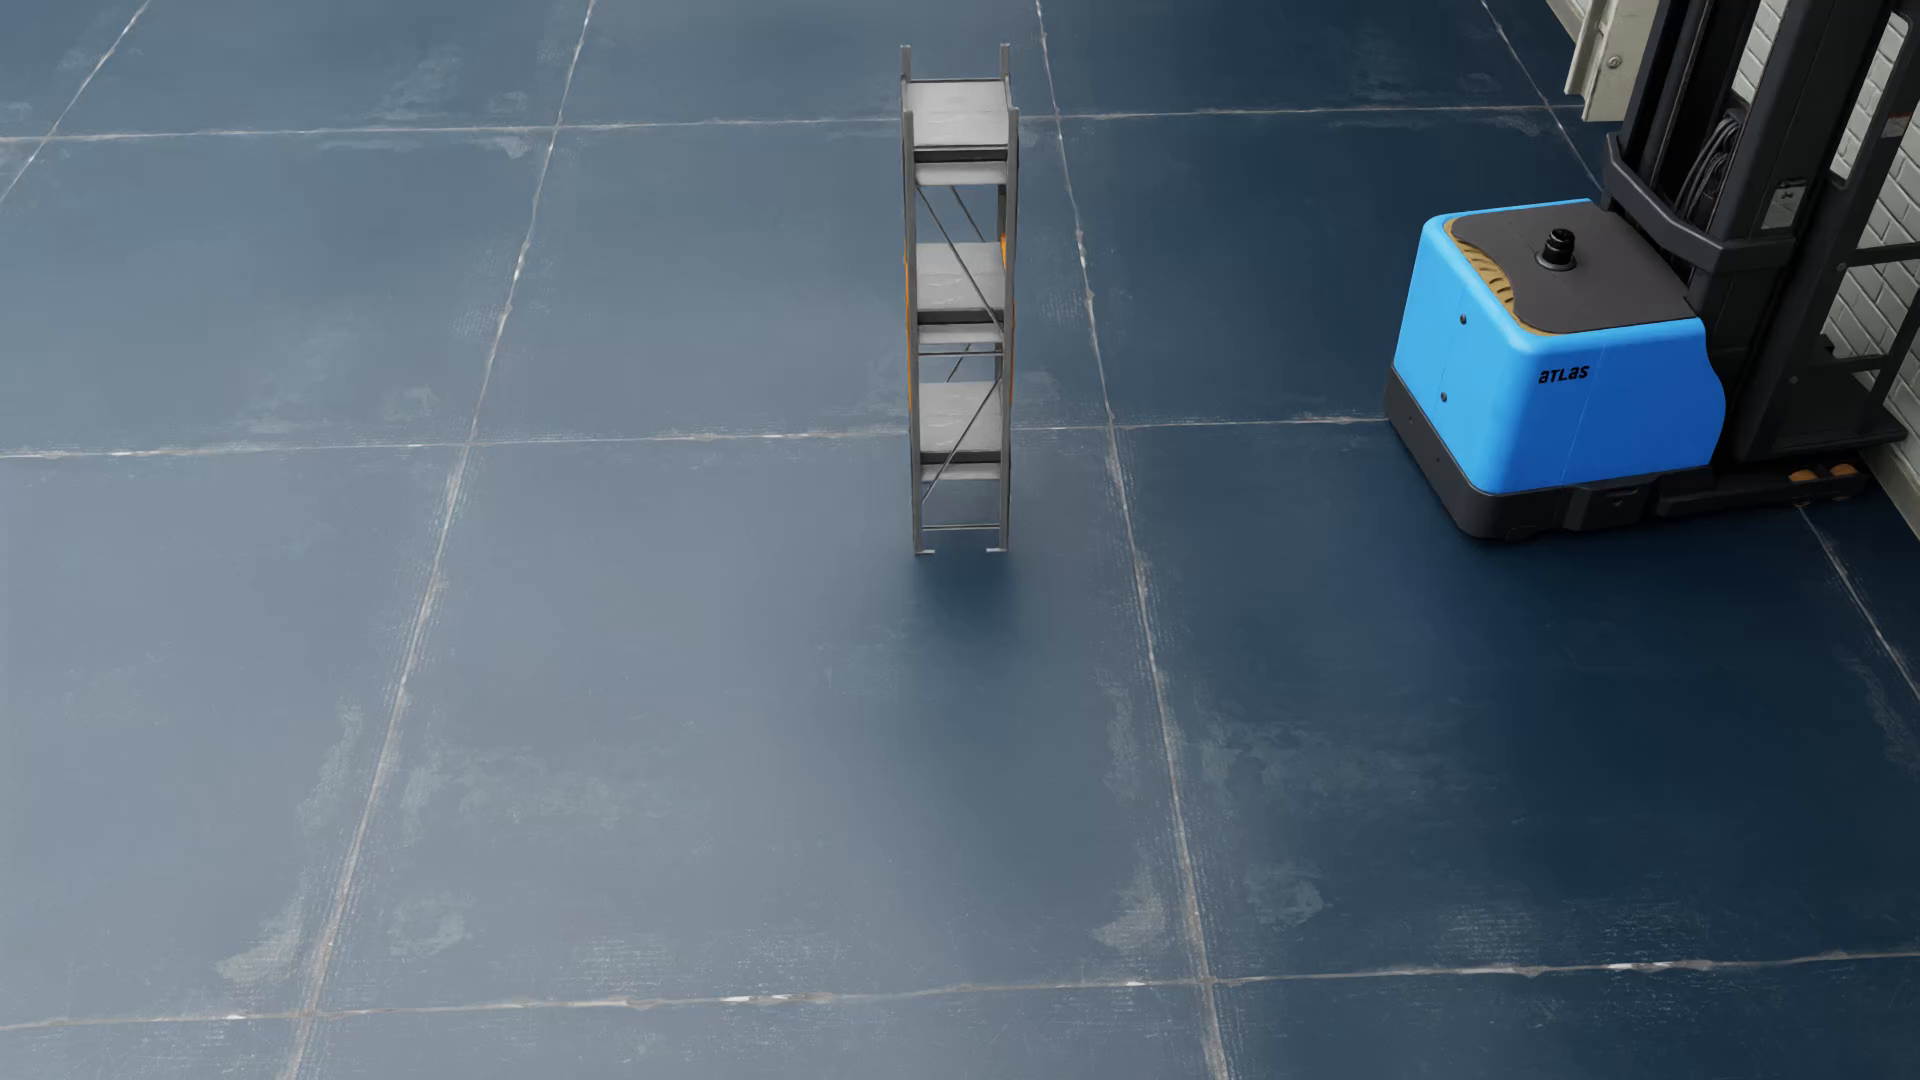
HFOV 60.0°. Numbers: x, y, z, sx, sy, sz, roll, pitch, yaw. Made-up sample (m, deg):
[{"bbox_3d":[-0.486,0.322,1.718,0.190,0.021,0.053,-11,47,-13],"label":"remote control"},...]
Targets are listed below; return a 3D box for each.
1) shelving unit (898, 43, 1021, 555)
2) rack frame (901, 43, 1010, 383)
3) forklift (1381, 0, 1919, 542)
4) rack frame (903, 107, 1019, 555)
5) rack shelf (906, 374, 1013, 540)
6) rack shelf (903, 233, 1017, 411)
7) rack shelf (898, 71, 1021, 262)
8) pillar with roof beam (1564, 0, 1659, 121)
[{"bbox_3d":[-0.007,-0.886,6.662,0.431,2.100,0.503,-2,43,-2],"label":"shelving unit"},{"bbox_3d":[-0.017,-1.051,6.842,0.400,2.100,0.015,-2,43,-2],"label":"rack frame"},{"bbox_3d":[3.556,-1.574,6.798,3.031,2.935,1.130,-8,43,-9],"label":"forklift"},{"bbox_3d":[0.003,-0.721,6.483,0.400,2.100,0.015,-2,43,-2],"label":"rack frame"},{"bbox_3d":[-0.007,-0.360,7.145,0.431,0.518,0.480,-2,43,-2],"label":"rack shelf"},{"bbox_3d":[-0.007,-0.876,6.672,0.431,0.518,0.480,-2,43,-2],"label":"rack shelf"},{"bbox_3d":[-0.007,-1.392,6.199,0.431,0.518,0.480,-2,43,-2],"label":"rack shelf"},{"bbox_3d":[-0.404,-5.848,6.971,9.100,9.000,0.400,-2,43,-2],"label":"pillar with roof beam"}]
